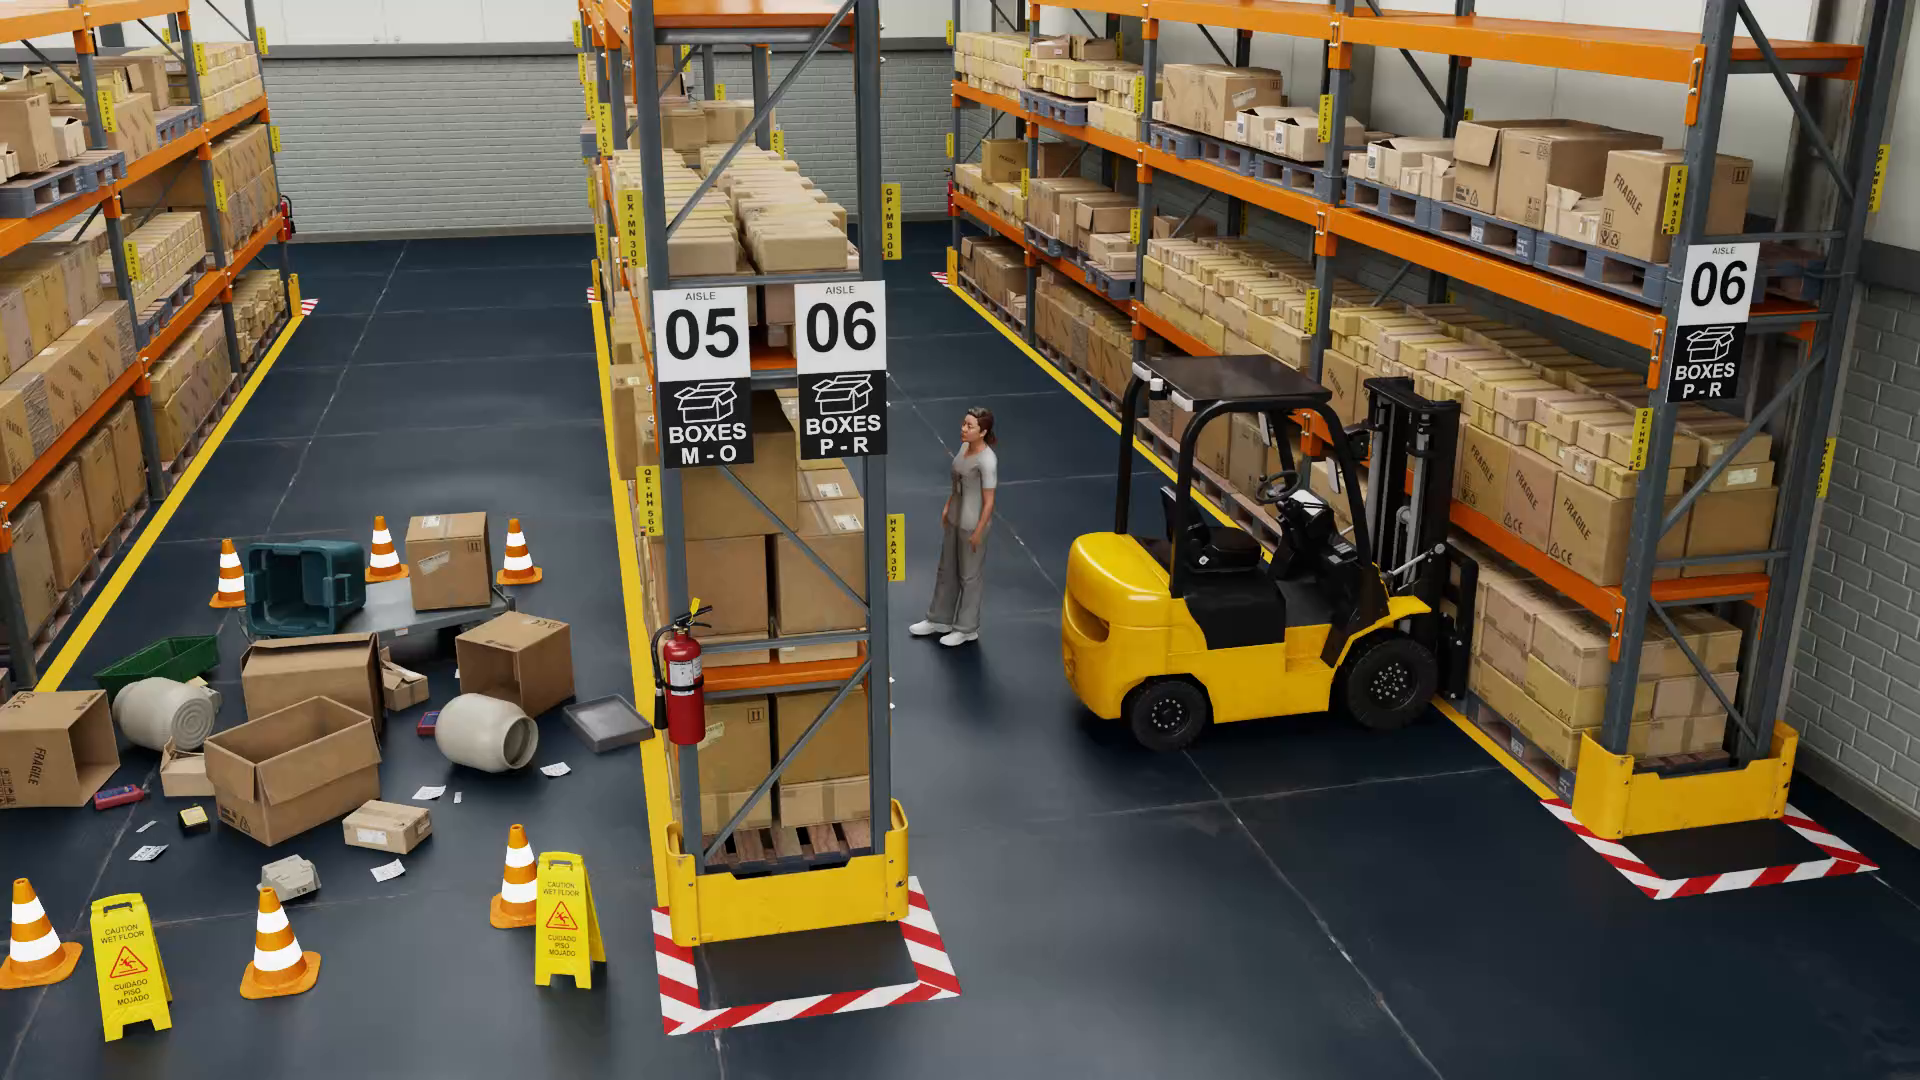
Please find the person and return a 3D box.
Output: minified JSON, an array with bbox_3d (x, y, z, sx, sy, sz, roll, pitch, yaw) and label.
[{"bbox_3d":[-0.009,-0.092,11.303,0.548,1.674,0.550,-9,22,-23],"label":"person"}]
